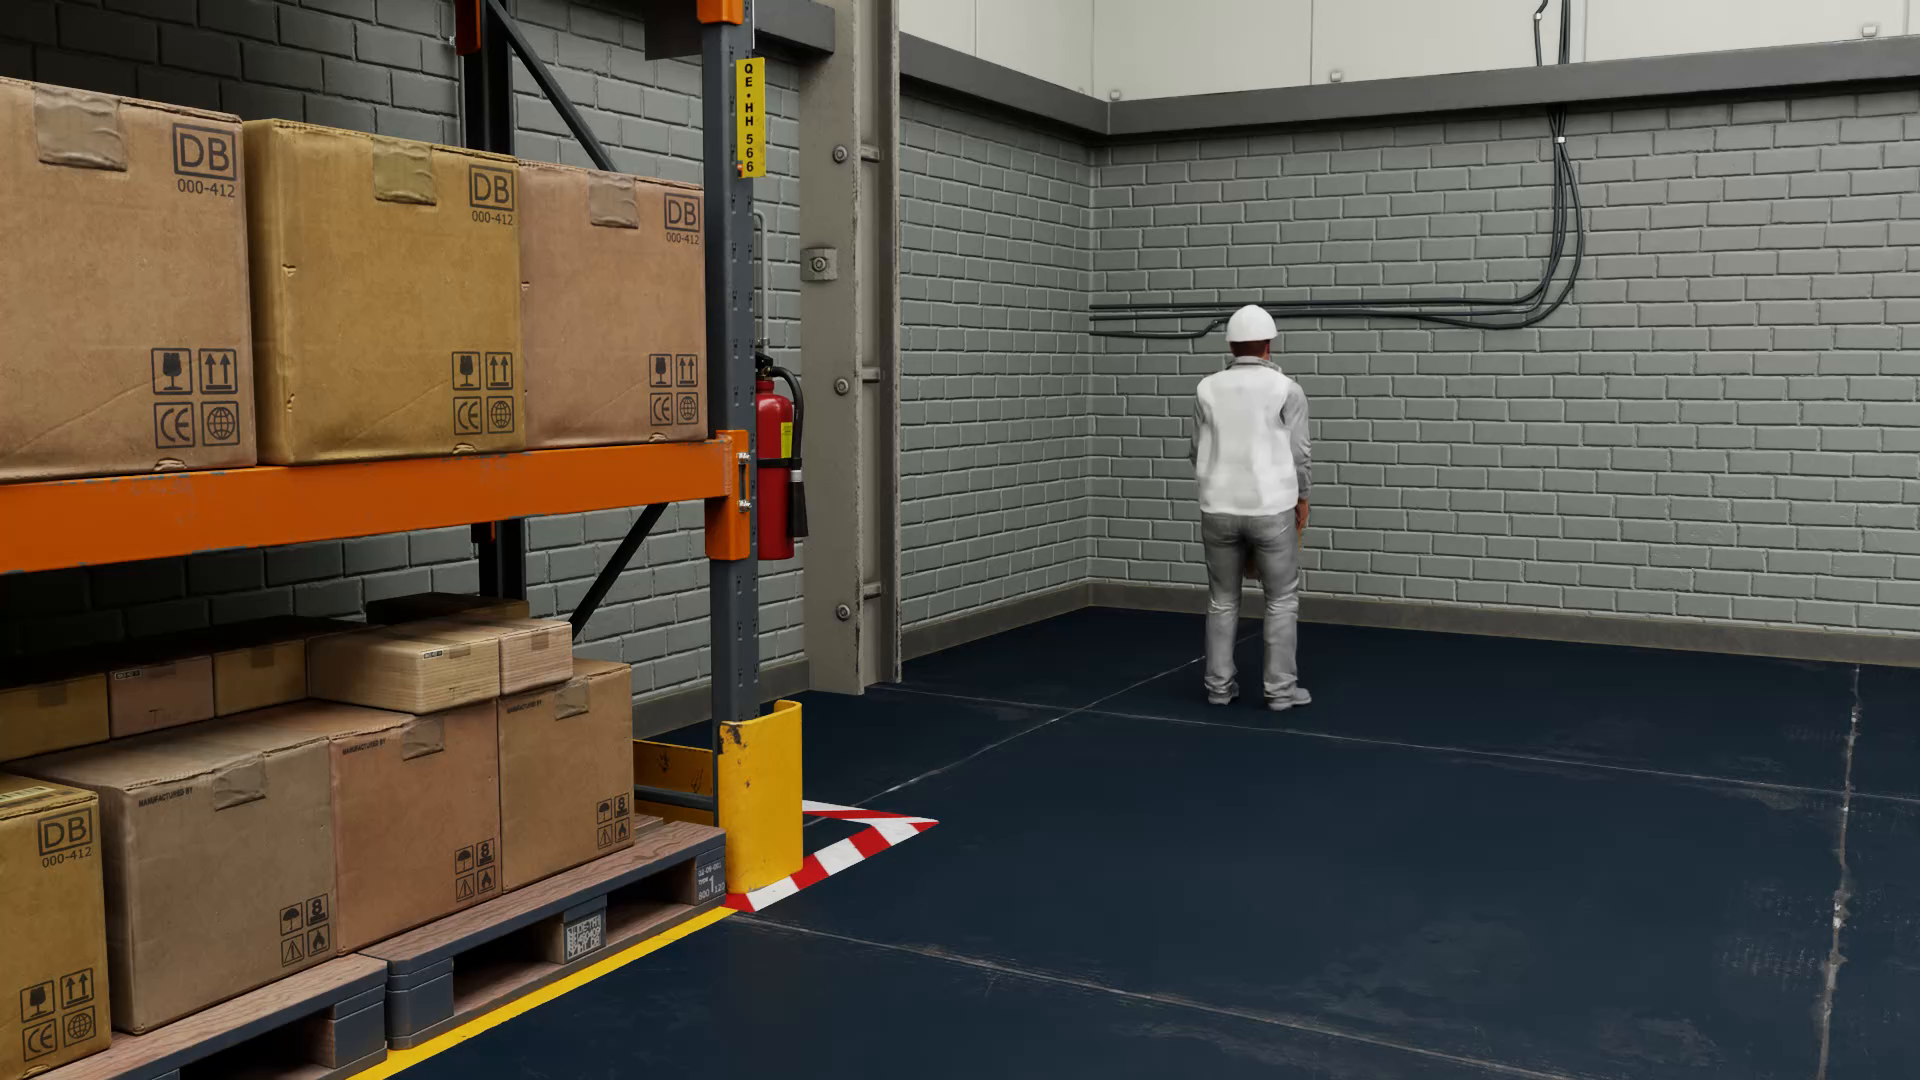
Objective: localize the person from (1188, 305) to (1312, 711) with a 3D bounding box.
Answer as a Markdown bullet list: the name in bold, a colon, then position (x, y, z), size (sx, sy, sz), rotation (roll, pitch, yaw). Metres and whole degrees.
- **person**: position (1.284, -0.147, 7.387), size (0.553, 1.778, 0.435), rotation (3, 7, 27)
